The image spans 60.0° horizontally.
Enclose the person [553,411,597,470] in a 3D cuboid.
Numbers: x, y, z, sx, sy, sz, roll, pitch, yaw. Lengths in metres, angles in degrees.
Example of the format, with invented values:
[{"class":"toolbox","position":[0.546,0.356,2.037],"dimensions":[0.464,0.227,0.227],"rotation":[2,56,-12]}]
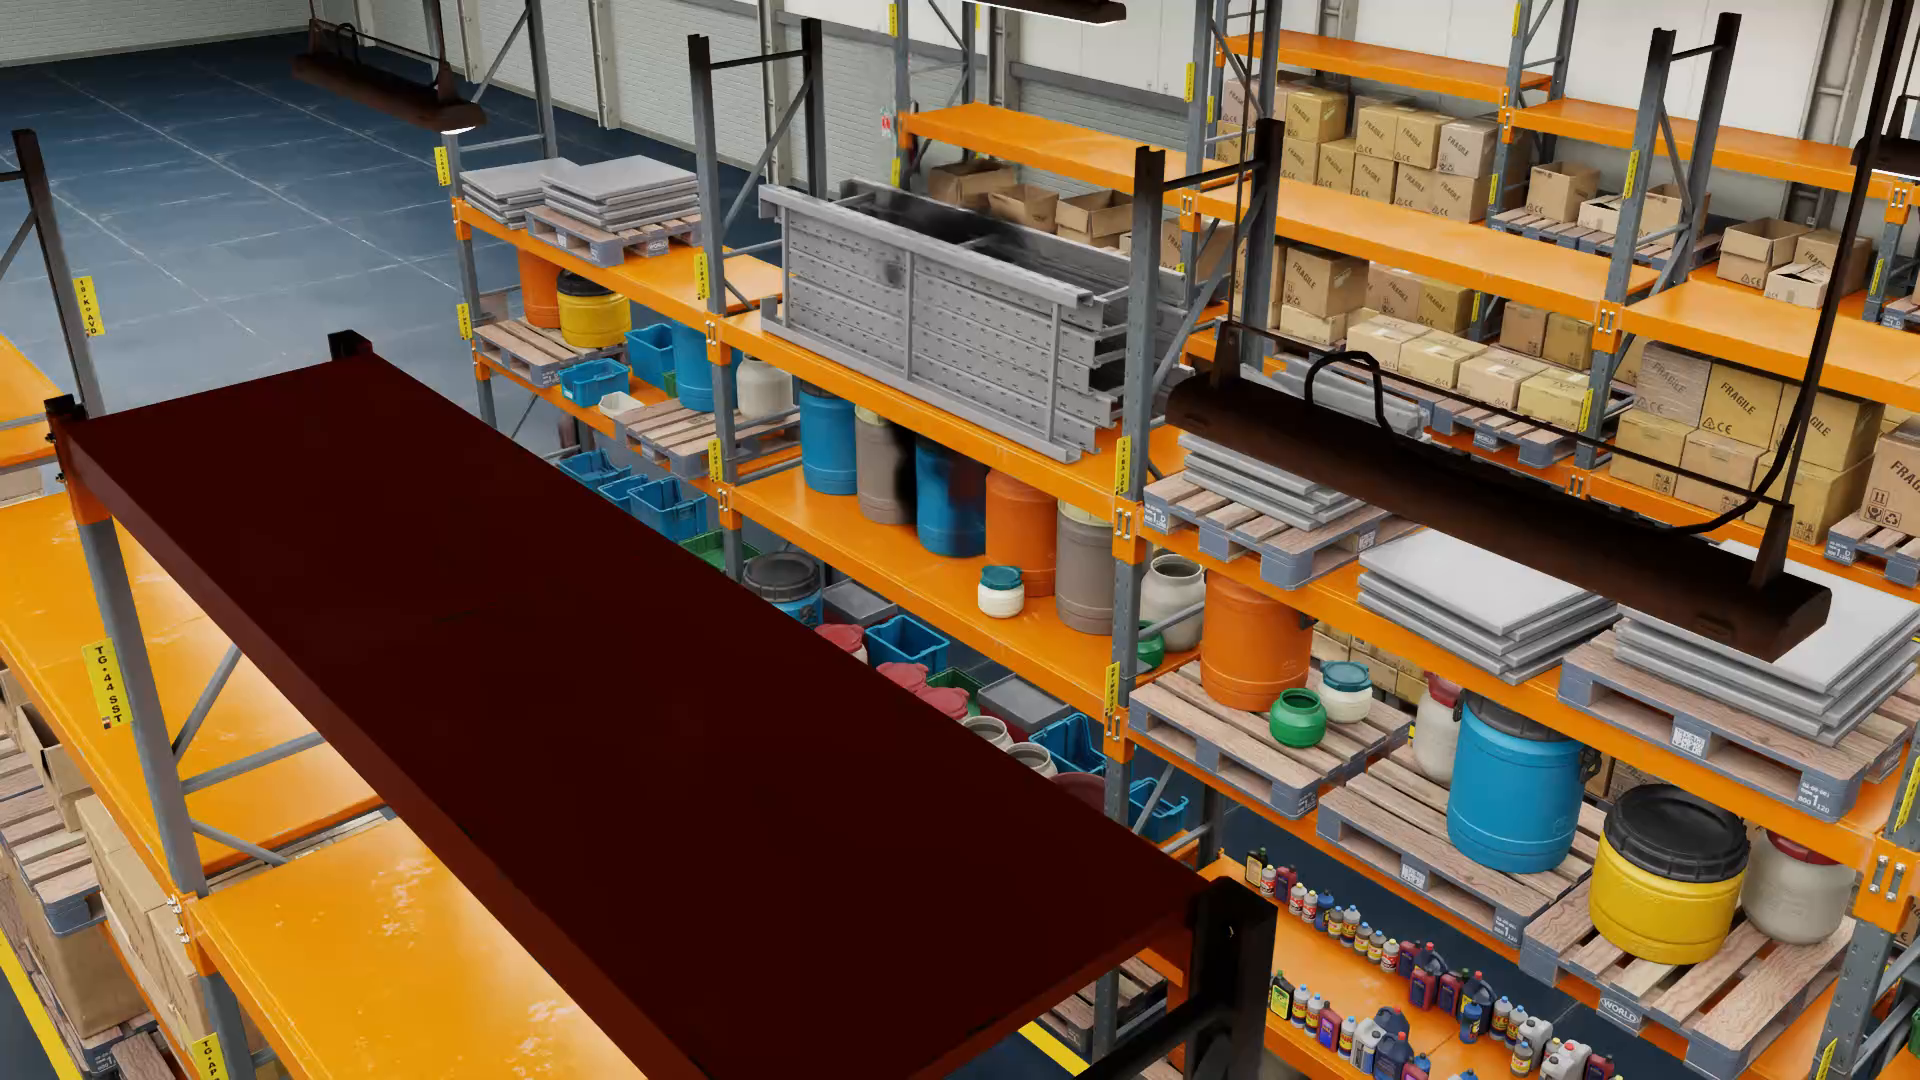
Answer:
[{"class":"person","position":[-3.973,-0.812,17.258],"dimensions":[0.610,1.751,0.786],"rotation":[11,29,20]}]
